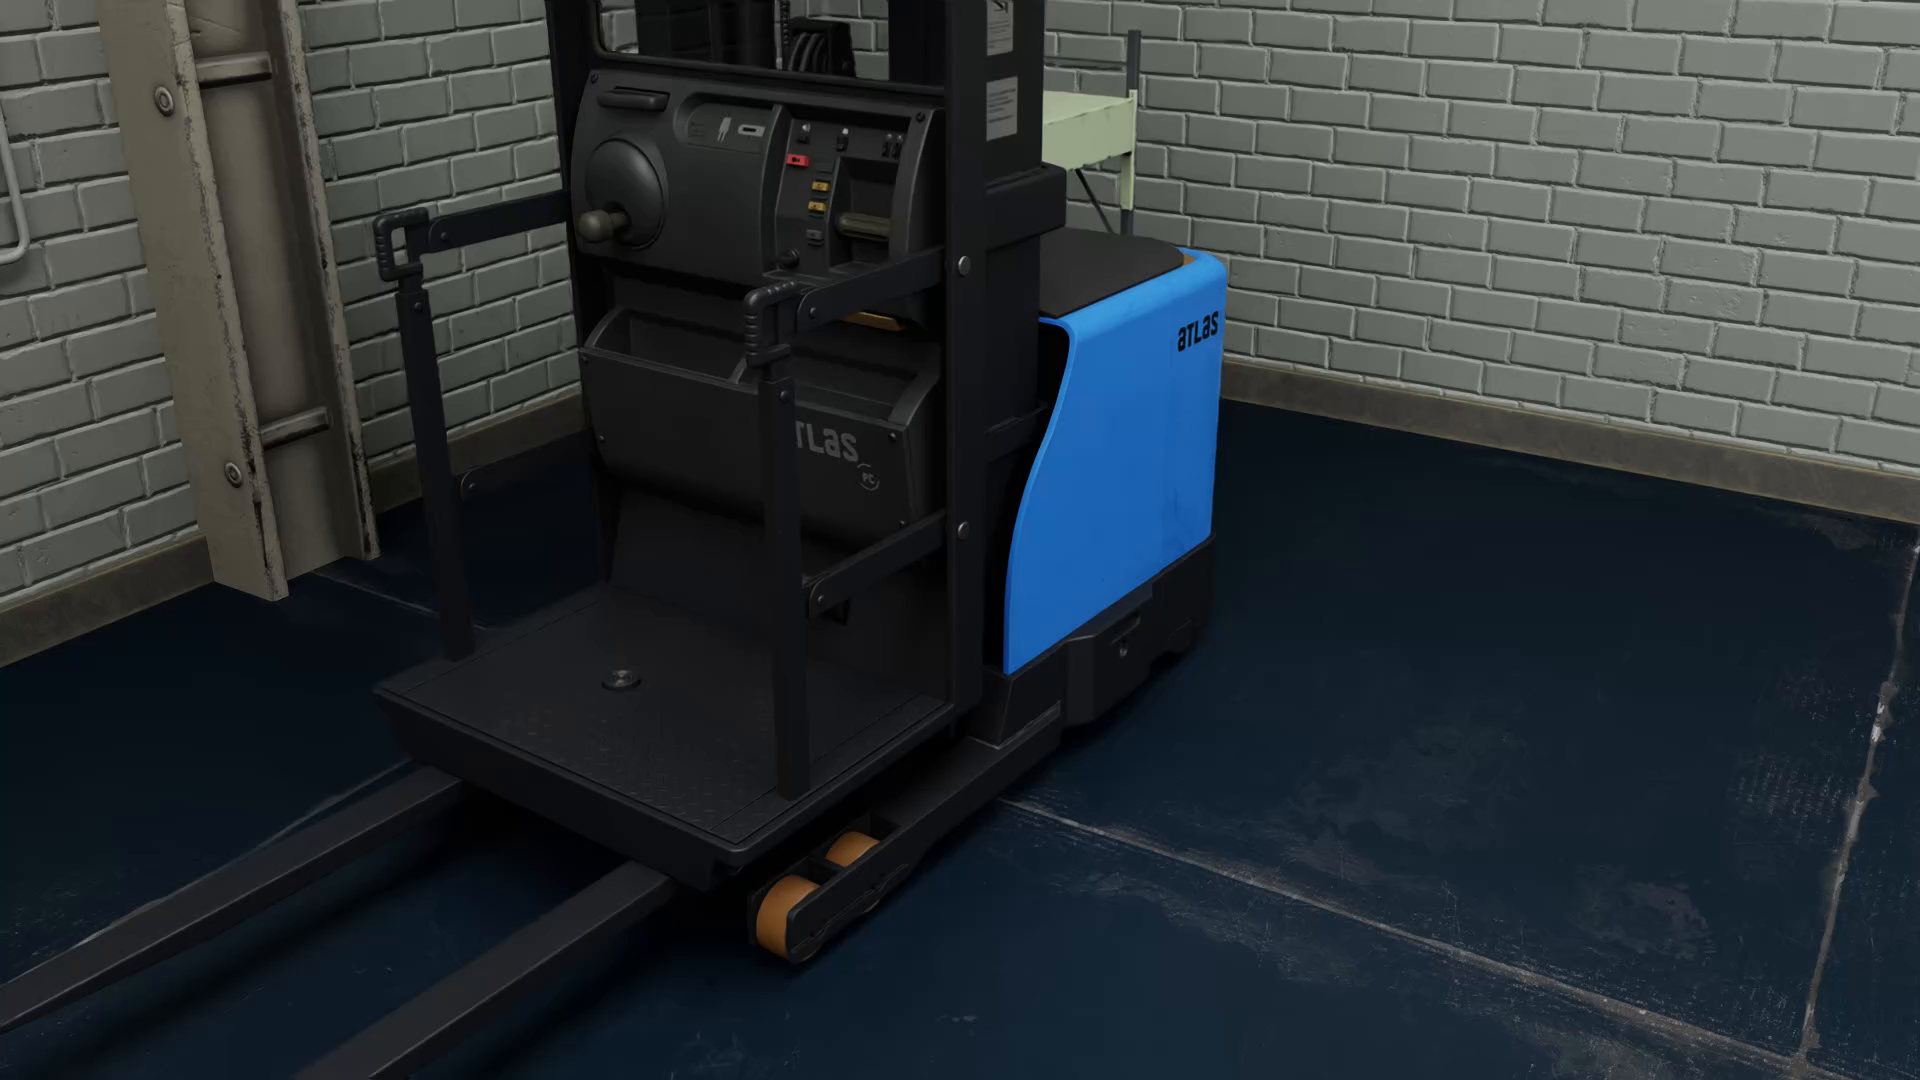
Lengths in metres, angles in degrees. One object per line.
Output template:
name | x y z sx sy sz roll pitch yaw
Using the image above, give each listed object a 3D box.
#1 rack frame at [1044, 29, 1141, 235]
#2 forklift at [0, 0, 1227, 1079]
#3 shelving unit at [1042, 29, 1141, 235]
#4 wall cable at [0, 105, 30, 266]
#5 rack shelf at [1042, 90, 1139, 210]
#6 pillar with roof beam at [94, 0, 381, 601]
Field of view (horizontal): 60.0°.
rack frame | 0.379 -0.903 5.449 0.400 1.500 0.023 15 27 30
forklift | -0.569 -0.724 3.234 1.130 2.935 3.031 16 28 32
shelving unit | 0.178 -0.782 5.168 0.431 1.500 0.755 15 27 30
wall cable | -2.839 -1.301 3.200 0.084 1.984 1.851 14 27 29
rack shelf | 0.178 -1.140 5.013 0.431 0.370 0.720 15 27 30
pillar with roof beam | 1.636 -3.147 1.193 9.100 9.000 0.400 14 27 29
